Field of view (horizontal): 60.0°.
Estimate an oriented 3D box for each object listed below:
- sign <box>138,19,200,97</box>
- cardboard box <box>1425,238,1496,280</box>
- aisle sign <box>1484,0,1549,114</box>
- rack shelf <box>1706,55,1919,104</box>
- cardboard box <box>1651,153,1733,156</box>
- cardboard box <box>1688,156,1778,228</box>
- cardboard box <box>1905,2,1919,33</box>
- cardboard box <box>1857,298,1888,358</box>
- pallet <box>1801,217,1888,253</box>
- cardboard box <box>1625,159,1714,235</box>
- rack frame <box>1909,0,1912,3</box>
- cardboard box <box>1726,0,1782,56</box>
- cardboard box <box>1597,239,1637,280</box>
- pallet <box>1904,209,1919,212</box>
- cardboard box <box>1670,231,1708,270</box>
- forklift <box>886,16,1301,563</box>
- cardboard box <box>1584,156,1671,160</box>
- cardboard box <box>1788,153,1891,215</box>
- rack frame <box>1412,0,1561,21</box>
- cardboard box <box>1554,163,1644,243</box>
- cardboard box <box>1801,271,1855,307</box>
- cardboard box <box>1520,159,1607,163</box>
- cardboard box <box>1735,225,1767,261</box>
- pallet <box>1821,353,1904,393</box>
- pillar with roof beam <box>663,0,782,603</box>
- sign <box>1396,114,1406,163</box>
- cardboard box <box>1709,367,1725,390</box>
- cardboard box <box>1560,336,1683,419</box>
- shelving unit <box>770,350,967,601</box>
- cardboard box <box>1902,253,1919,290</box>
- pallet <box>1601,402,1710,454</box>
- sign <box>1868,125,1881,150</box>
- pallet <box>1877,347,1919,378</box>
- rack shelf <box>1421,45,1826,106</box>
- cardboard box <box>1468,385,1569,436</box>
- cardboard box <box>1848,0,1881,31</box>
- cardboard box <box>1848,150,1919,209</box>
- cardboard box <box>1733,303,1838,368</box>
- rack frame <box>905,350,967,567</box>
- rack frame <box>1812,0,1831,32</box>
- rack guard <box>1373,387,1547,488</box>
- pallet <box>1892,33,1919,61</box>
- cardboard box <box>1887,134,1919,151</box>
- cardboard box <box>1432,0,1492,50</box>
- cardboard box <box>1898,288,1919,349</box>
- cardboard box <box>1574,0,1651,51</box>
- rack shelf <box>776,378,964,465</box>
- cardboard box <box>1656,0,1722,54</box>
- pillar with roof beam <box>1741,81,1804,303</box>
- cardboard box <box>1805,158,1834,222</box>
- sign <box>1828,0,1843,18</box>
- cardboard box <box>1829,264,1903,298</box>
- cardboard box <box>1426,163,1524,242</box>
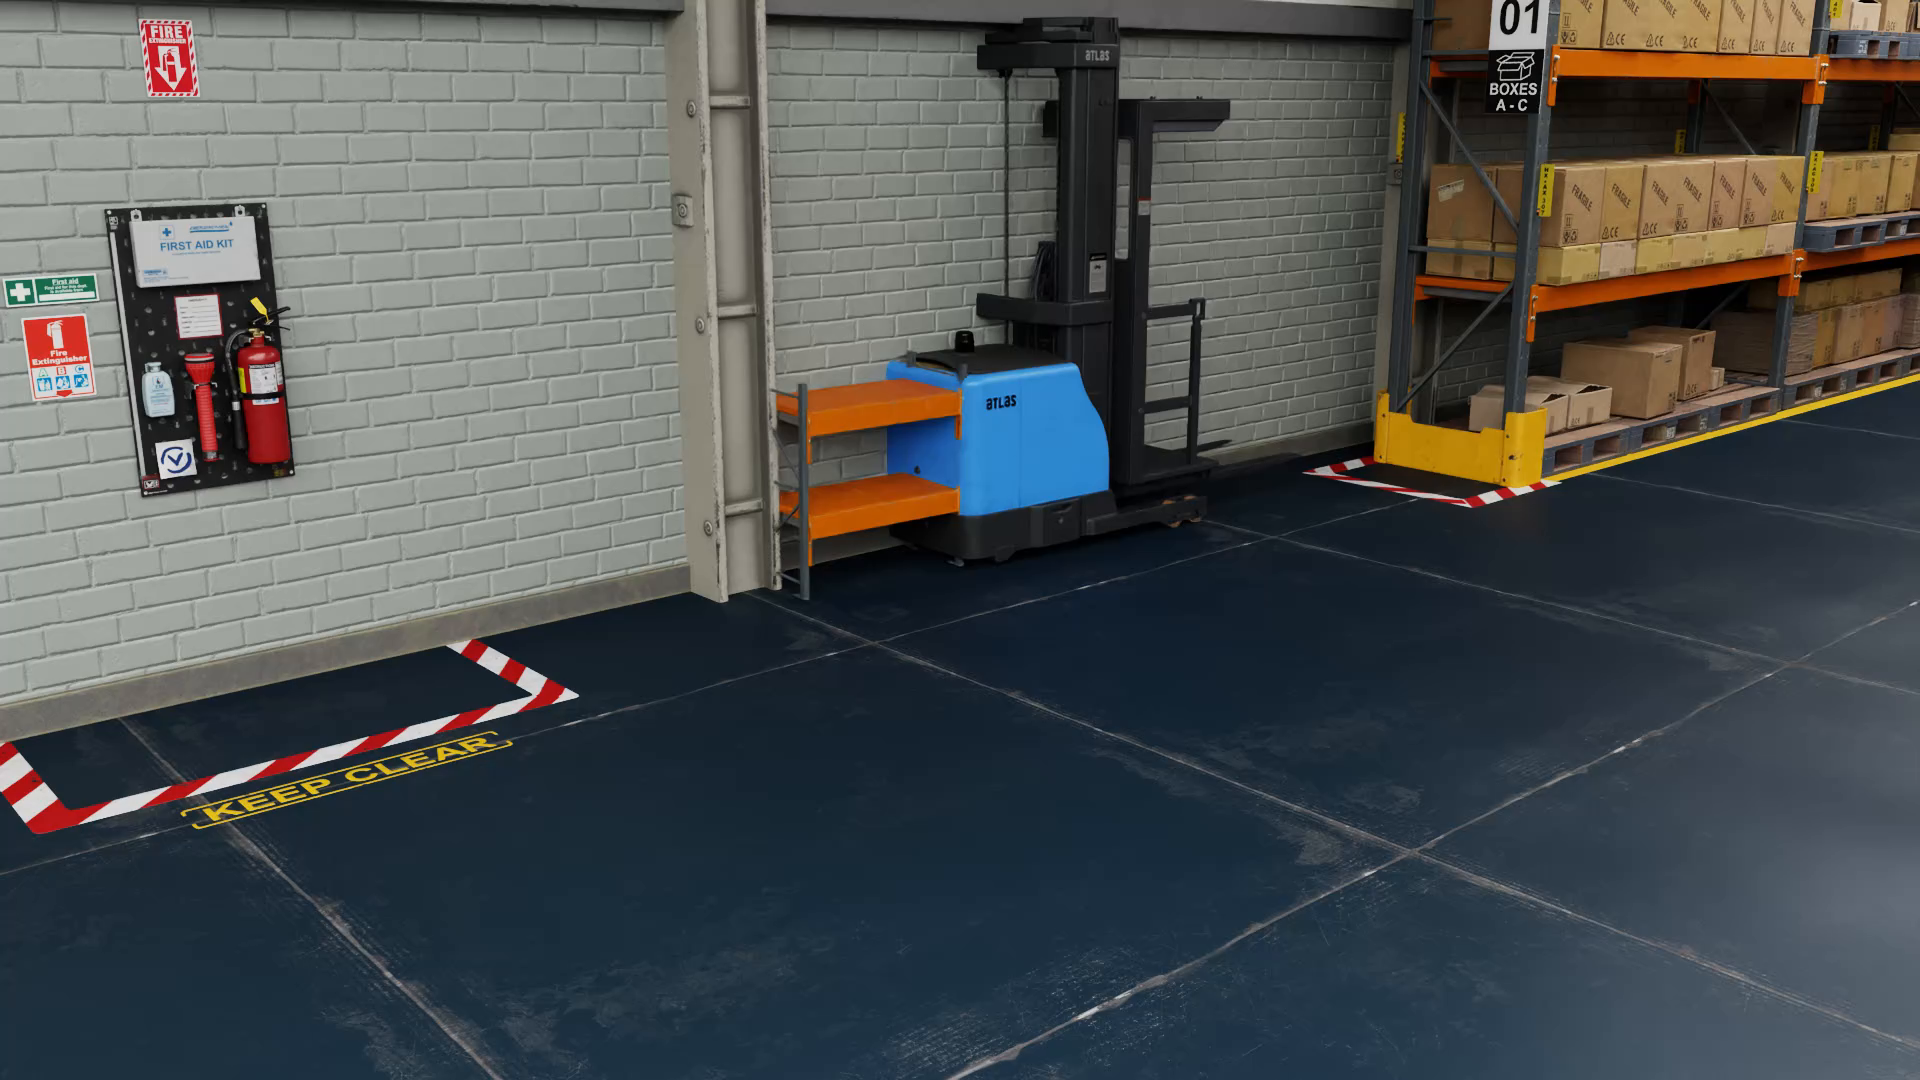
[{"bbox_3d":[-3.147,-1.917,6.622,0.199,0.298,0.001,-13,19,-39],"label":"sign"},{"bbox_3d":[3.605,-1.974,11.578,0.500,0.250,0.500,-12,19,-39],"label":"cardboard box"},{"bbox_3d":[3.523,-3.105,10.524,0.004,0.787,0.394,-13,19,-39],"label":"aisle sign"},{"bbox_3d":[7.906,-4.038,14.634,4.000,0.370,1.077,-13,19,-39],"label":"rack shelf"},{"bbox_3d":[5.906,-2.858,13.434,0.500,0.500,0.500,-13,20,-41],"label":"cardboard box"},{"bbox_3d":[5.871,-2.671,12.734,0.500,0.500,0.500,-13,20,-40],"label":"cardboard box"},{"bbox_3d":[8.376,-4.582,15.040,0.637,0.503,0.797,-9,18,-32],"label":"cardboard box"},{"bbox_3d":[8.085,-1.993,15.391,0.500,0.500,0.700,-13,20,-40],"label":"cardboard box"},{"bbox_3d":[7.070,-2.606,14.064,1.213,0.211,1.003,-13,19,-39],"label":"pallet"},{"bbox_3d":[5.092,-2.499,12.093,0.500,0.500,0.500,-12,19,-38],"label":"cardboard box"},{"bbox_3d":[9.415,-6.173,15.423,0.127,3.000,1.000,-13,19,-39],"label":"rack frame"},{"bbox_3d":[5.789,-3.887,12.446,0.500,0.500,0.500,14,20,42],"label":"cardboard box"},{"bbox_3d":[4.339,-1.968,11.558,0.500,0.250,0.500,-13,20,-41],"label":"cardboard box"},{"bbox_3d":[8.947,-3.041,15.692,1.003,0.211,1.213,-13,19,-39],"label":"pallet"},{"bbox_3d":[5.110,-2.139,12.196,0.500,0.250,0.500,-12,19,-39],"label":"cardboard box"},{"bbox_3d":[0.883,-1.582,9.995,3.031,2.935,1.130,-12,19,-38],"label":"forklift"},{"bbox_3d":[5.134,-2.687,12.797,0.500,0.500,0.500,-12,19,-38],"label":"cardboard box"},{"bbox_3d":[7.706,-3.148,14.678,0.500,0.500,0.700,-10,18,-32],"label":"cardboard box"},{"bbox_3d":[3.380,-4.818,10.349,0.127,3.000,1.000,-13,19,-39],"label":"rack frame"},{"bbox_3d":[4.317,-2.323,11.433,0.500,0.500,0.500,-13,19,-39],"label":"cardboard box"},{"bbox_3d":[7.662,-2.256,14.923,0.500,0.250,0.500,-13,20,-41],"label":"cardboard box"},{"bbox_3d":[4.369,-2.512,12.140,0.500,0.500,0.500,-13,20,-41],"label":"cardboard box"},{"bbox_3d":[5.858,-2.312,12.846,0.500,0.250,0.500,-13,19,-39],"label":"cardboard box"},{"bbox_3d":[7.905,-1.590,15.293,1.213,0.211,1.003,-13,19,-39],"label":"pallet"},{"bbox_3d":[1.640,-3.250,4.481,0.400,9.000,9.100,-13,19,-39],"label":"pillar with roof beam"},{"bbox_3d":[3.031,-2.743,11.351,0.005,0.325,0.100,-13,19,-39],"label":"sign"},{"bbox_3d":[6.014,-1.344,13.608,0.380,0.166,0.250,13,20,40],"label":"cardboard box"},{"bbox_3d":[4.977,-1.235,12.553,0.500,0.500,0.700,-14,21,-43],"label":"cardboard box"},{"bbox_3d":[-0.535,-0.370,8.880,1.048,1.125,0.538,-12,20,-37],"label":"shelving unit"},{"bbox_3d":[10.056,-2.538,16.791,0.750,0.750,0.750,-13,20,-40],"label":"cardboard box"},{"bbox_3d":[4.993,-0.921,12.791,1.213,0.211,1.003,-13,19,-39],"label":"pallet"},{"bbox_3d":[9.048,-3.942,16.450,0.005,0.325,0.100,-13,19,-39],"label":"sign"},{"bbox_3d":[8.825,-1.795,16.062,1.213,0.211,1.003,-13,19,-39],"label":"pallet"},{"bbox_3d":[4.889,-3.360,12.098,4.000,0.370,1.077,-13,19,-39],"label":"rack shelf"},{"bbox_3d":[3.961,-0.933,11.787,0.500,0.311,0.500,13,20,41],"label":"cardboard box"},{"bbox_3d":[7.327,-4.387,13.910,0.500,0.311,0.500,-12,19,-38],"label":"cardboard box"},{"bbox_3d":[8.663,-3.354,15.448,0.700,0.500,0.500,14,20,42],"label":"cardboard box"},{"bbox_3d":[7.299,-1.827,14.769,0.500,0.500,0.700,-13,20,-40],"label":"cardboard box"},{"bbox_3d":[-0.137,-0.452,9.186,0.032,1.125,0.500,-12,20,-37],"label":"rack frame"},{"bbox_3d":[6.397,-5.495,12.886,0.127,3.000,1.000,-13,19,-39],"label":"rack frame"},{"bbox_3d":[3.437,-0.725,11.494,0.348,0.500,1.175,-13,19,-39],"label":"rack guard"},{"bbox_3d":[7.714,-4.216,14.271,1.003,0.211,1.213,-13,19,-39],"label":"pallet"},{"bbox_3d":[8.941,-3.727,15.588,0.380,0.149,0.250,12,19,38],"label":"cardboard box"},{"bbox_3d":[3.529,-3.547,11.170,0.500,0.500,0.500,-11,18,-35],"label":"cardboard box"},{"bbox_3d":[8.906,-2.147,15.968,0.500,0.500,0.700,-12,19,-39],"label":"cardboard box"},{"bbox_3d":[4.225,-3.519,11.065,0.500,0.500,0.500,-11,19,-36],"label":"cardboard box"},{"bbox_3d":[-0.530,-0.651,8.798,1.000,0.278,0.538,-12,20,-37],"label":"rack shelf"},{"bbox_3d":[5.004,-3.702,11.753,0.500,0.500,0.500,-11,19,-36],"label":"cardboard box"},{"bbox_3d":[10.692,-5.283,12.091,0.400,9.000,9.100,-13,19,-39],"label":"pillar with roof beam"},{"bbox_3d":[6.804,-2.938,13.889,0.500,0.500,0.700,-13,19,-39],"label":"cardboard box"},{"bbox_3d":[6.759,-4.192,12.816,0.005,0.325,0.100,-13,19,-39],"label":"sign"},{"bbox_3d":[8.435,-2.425,15.556,0.500,0.250,0.500,-12,19,-38],"label":"cardboard box"},{"bbox_3d":[3.596,-2.340,11.497,0.500,0.500,0.500,-13,20,-40],"label":"cardboard box"}]
